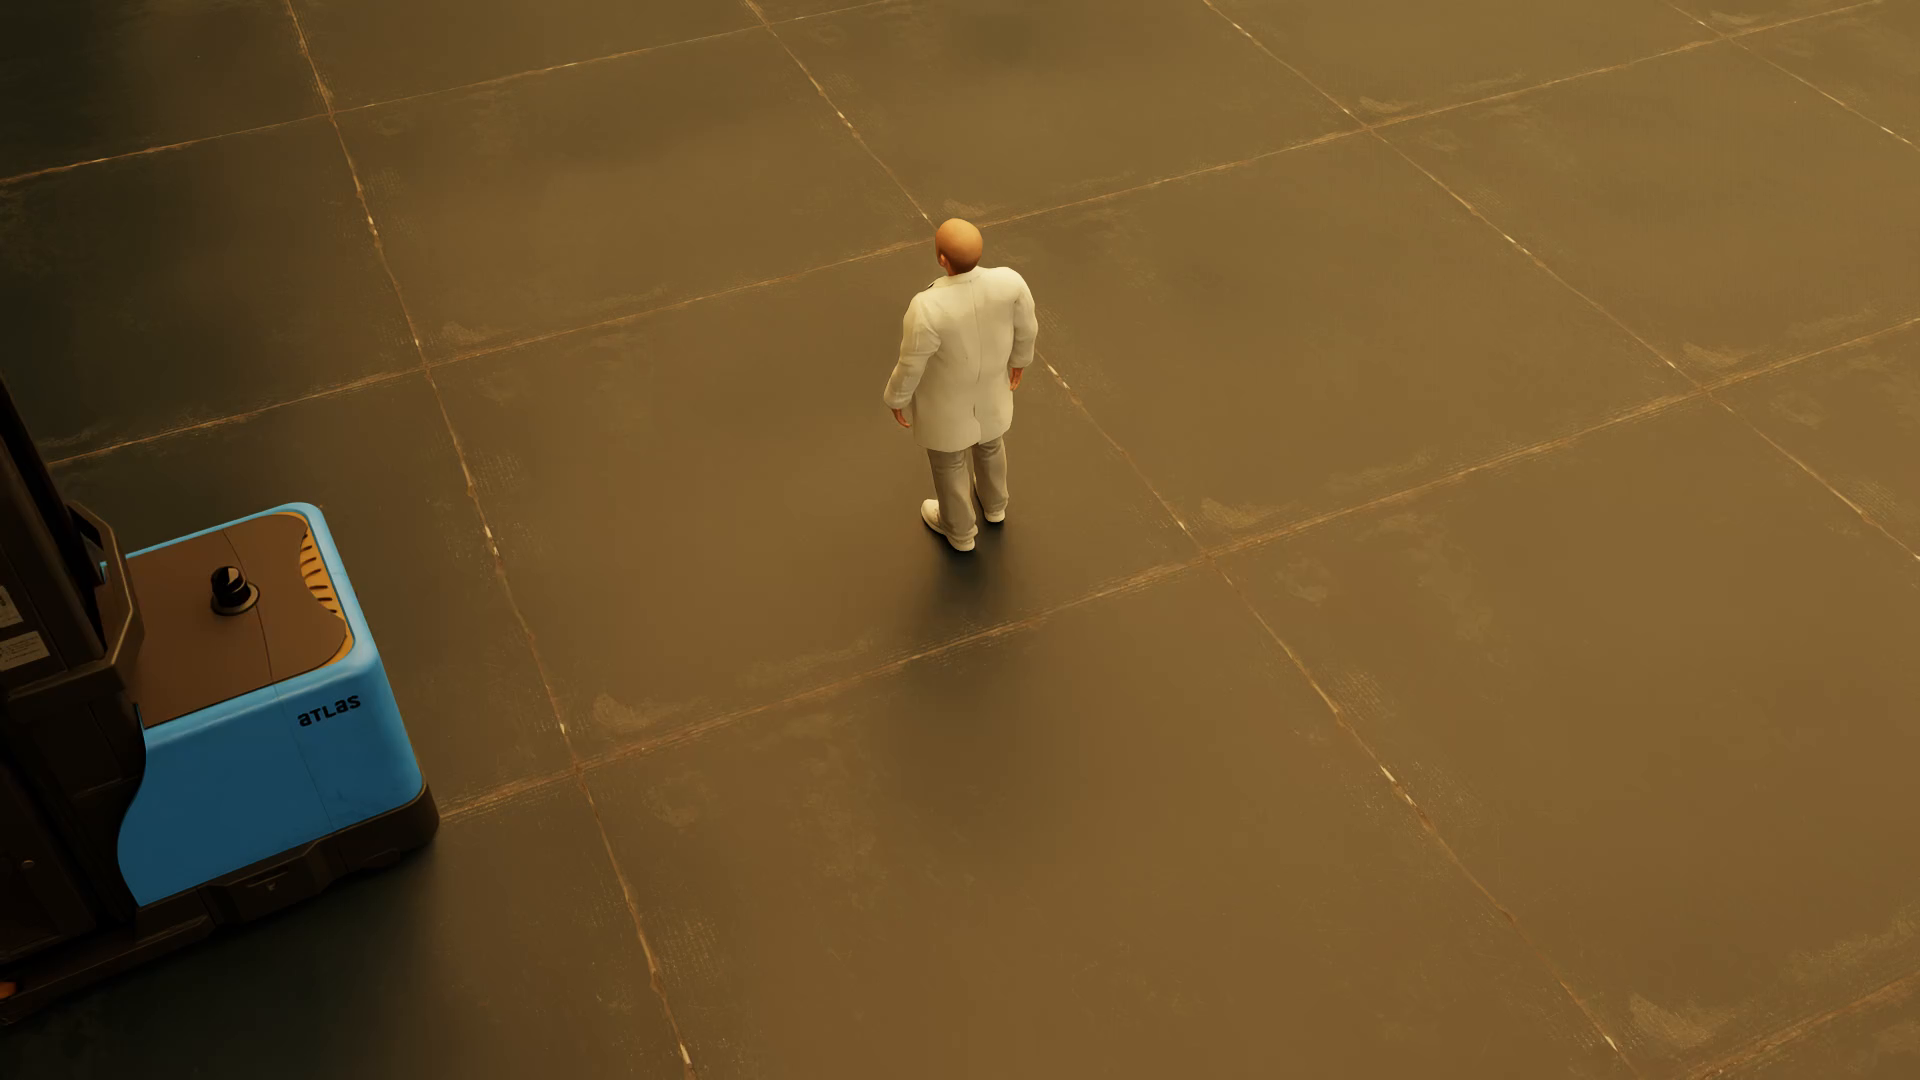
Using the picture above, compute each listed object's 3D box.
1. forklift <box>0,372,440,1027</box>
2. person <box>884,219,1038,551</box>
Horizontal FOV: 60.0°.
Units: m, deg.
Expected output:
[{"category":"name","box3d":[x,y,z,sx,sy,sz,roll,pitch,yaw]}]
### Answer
[{"category":"forklift","box3d":[-3.584,0.317,5.340,3.031,2.935,1.130,-21,47,-21]},{"category":"person","box3d":[-0.035,-0.713,7.279,0.696,1.777,0.578,-18,46,-18]}]
